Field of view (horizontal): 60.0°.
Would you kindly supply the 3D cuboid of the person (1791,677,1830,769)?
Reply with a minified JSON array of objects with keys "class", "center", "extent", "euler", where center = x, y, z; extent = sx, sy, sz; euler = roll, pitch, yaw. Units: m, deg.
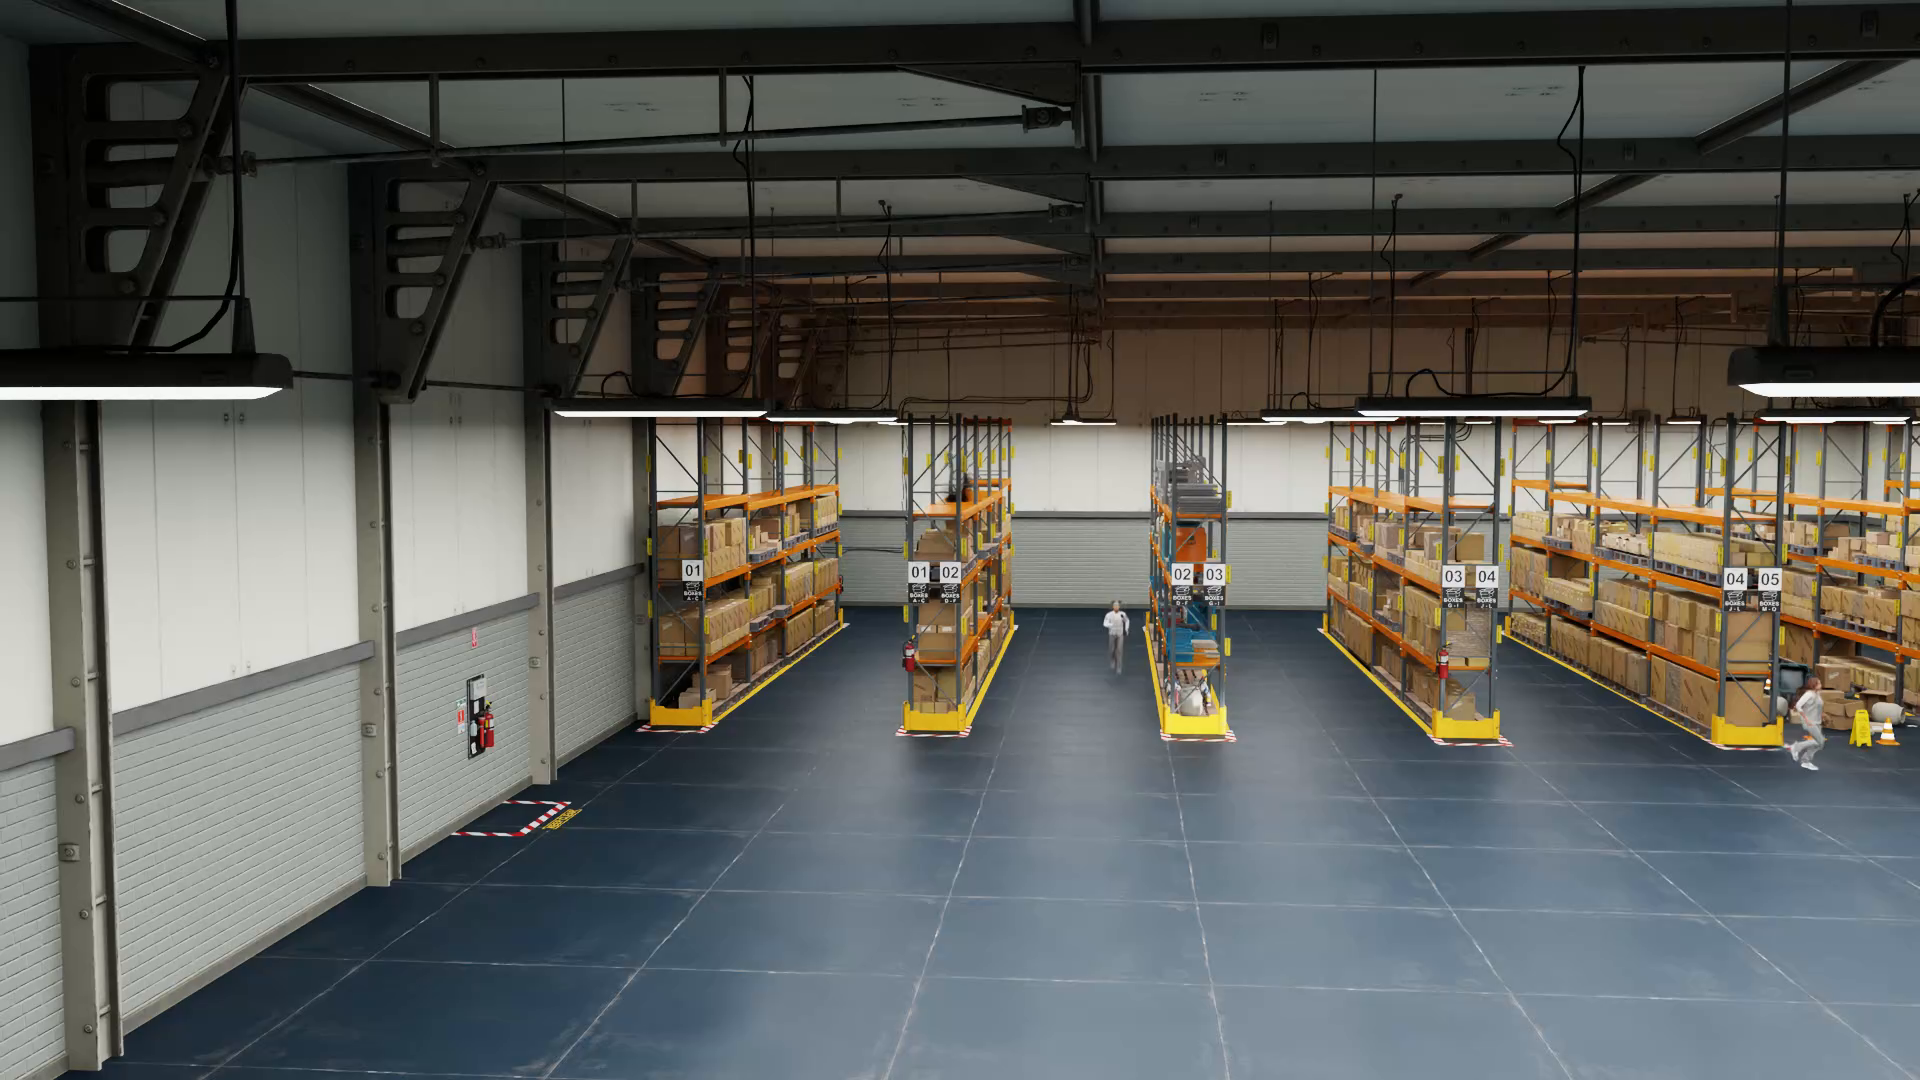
[{"class":"person","center":[14.304,3.077,27.941],"extent":[0.540,1.557,0.560],"euler":[-4,5,-44]}]

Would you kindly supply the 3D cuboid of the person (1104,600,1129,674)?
[{"class":"person","center":[3.661,2.237,38.893],"extent":[0.604,1.696,0.924],"euler":[0,4,4]}]
